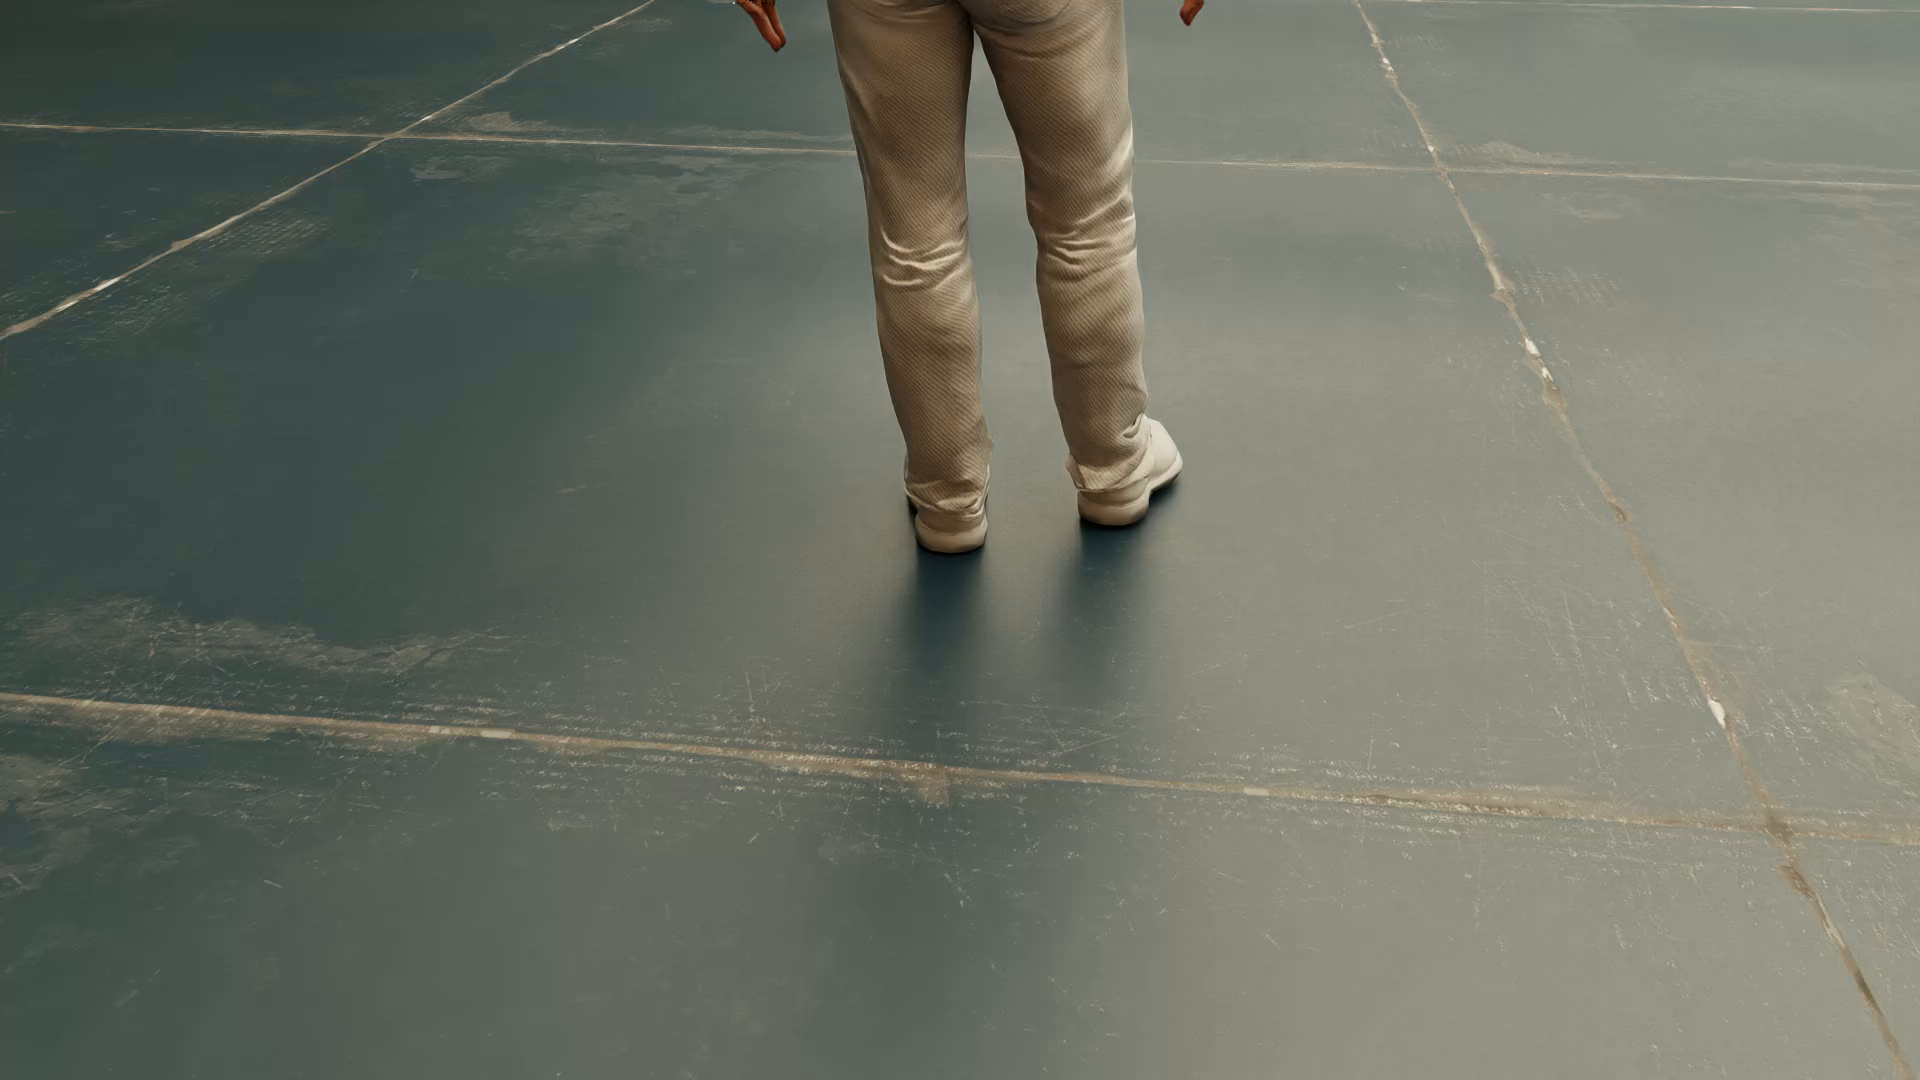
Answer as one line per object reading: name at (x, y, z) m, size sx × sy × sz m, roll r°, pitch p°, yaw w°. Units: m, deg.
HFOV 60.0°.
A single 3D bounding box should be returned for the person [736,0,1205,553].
person at (0.019, -0.827, 2.164) m, size 0.657 × 1.768 × 0.575 m, roll 3°, pitch 27°, yaw 7°
